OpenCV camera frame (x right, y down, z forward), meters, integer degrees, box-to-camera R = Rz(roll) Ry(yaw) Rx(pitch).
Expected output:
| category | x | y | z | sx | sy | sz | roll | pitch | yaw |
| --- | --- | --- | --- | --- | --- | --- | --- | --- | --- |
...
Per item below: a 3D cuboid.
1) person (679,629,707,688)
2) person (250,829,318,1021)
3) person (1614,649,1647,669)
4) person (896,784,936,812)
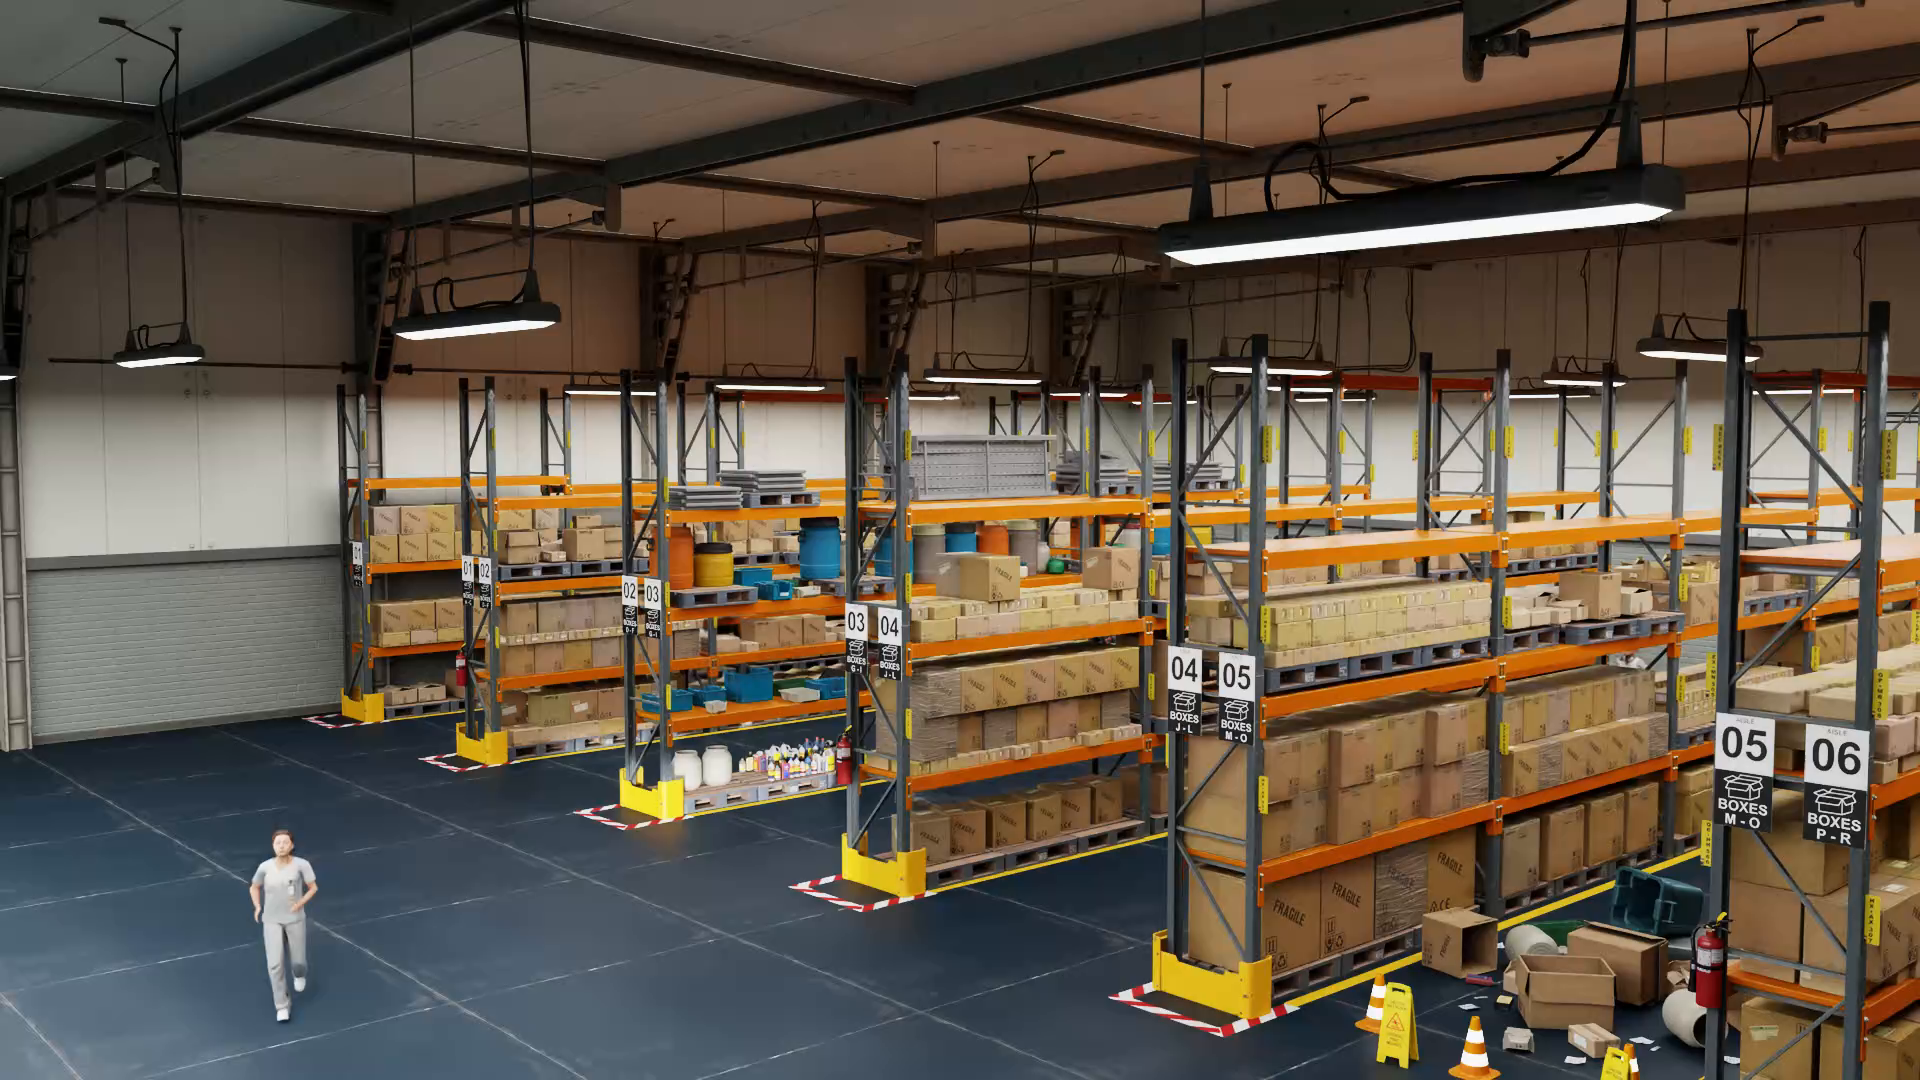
| category | x | y | z | sx | sy | sz | roll | pitch | yaw |
| --- | --- | --- | --- | --- | --- | --- | --- | --- | --- |
| person | -5.059 | 2.251 | 30.843 | 0.677 | 1.823 | 0.737 | 4 | 5 | 44 |
| person | -6.004 | 3.378 | 14.756 | 0.571 | 1.628 | 0.697 | -1 | 4 | -16 |
| person | 10.869 | 2.516 | 27.048 | 0.685 | 1.801 | 0.821 | 4 | 5 | 43 |
| person | -0.605 | 2.936 | 21.339 | 0.599 | 1.654 | 0.606 | -3 | 5 | -40 |
